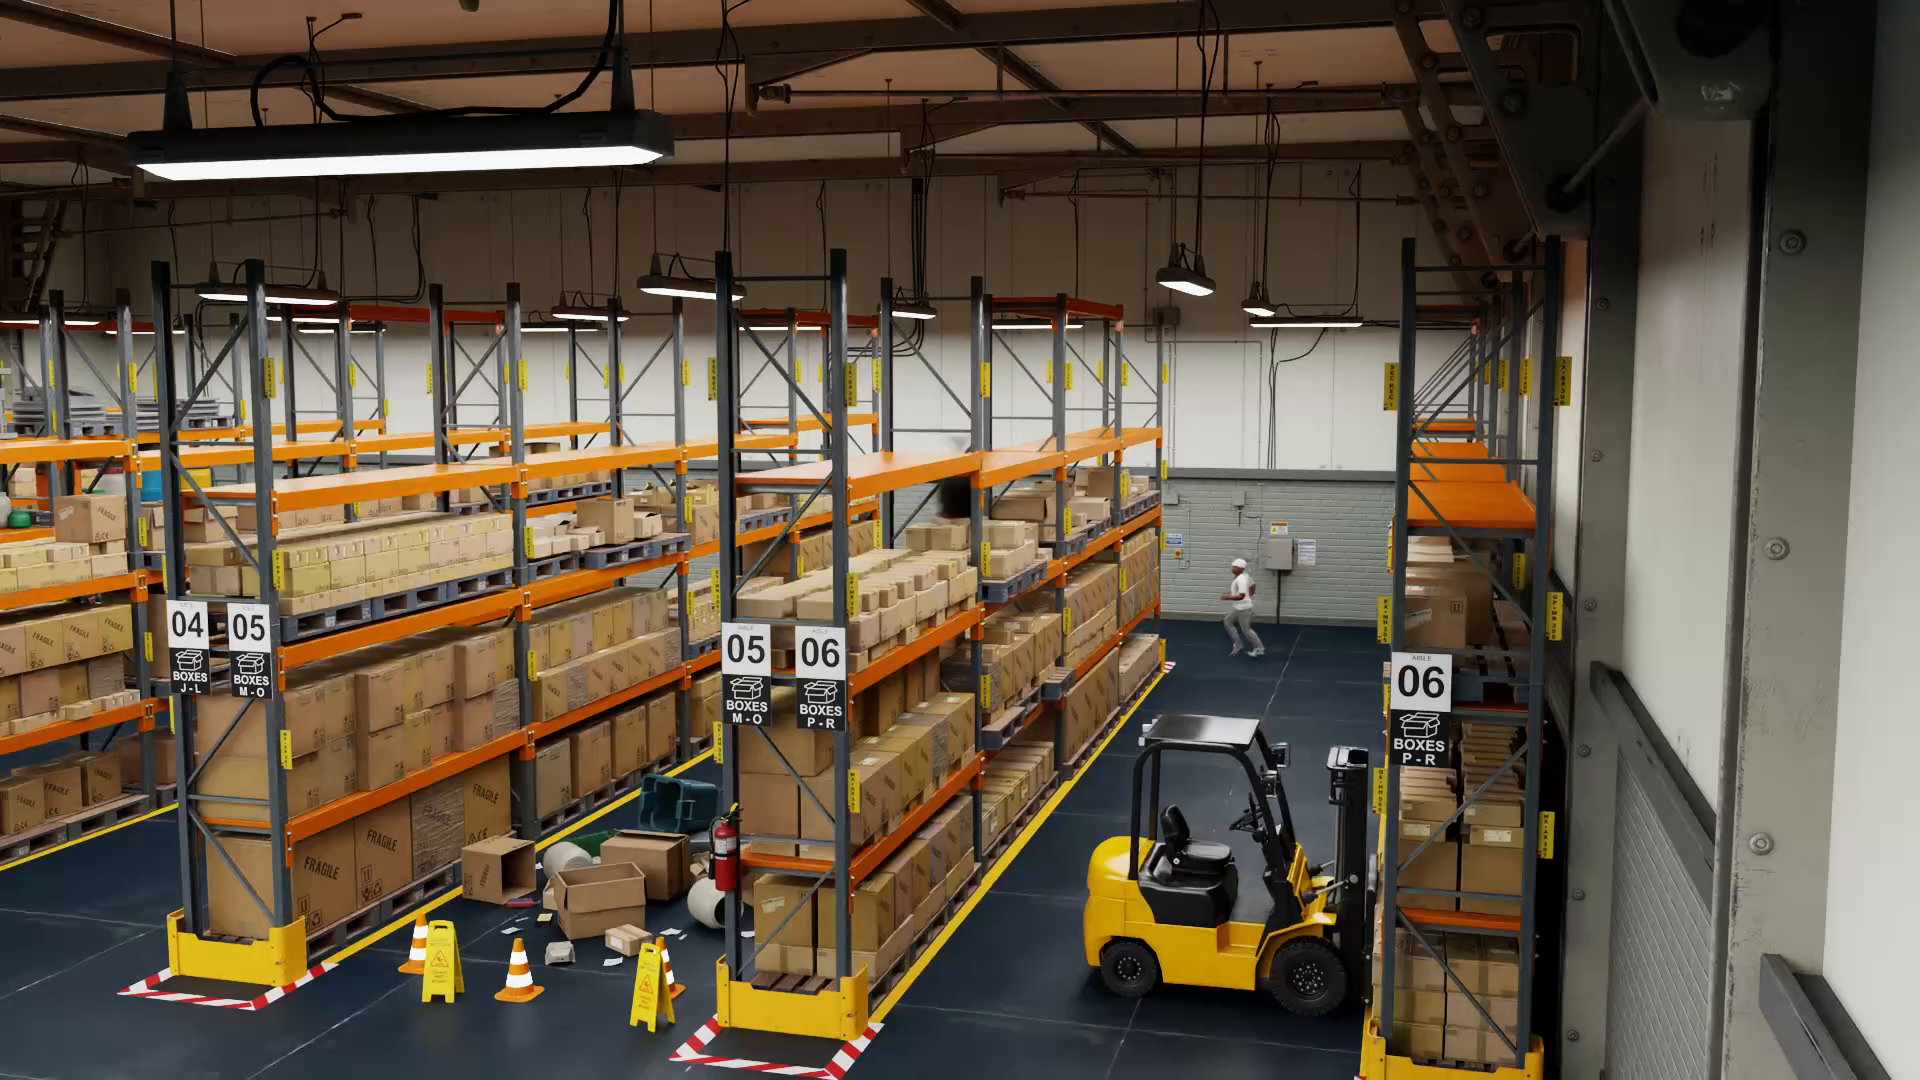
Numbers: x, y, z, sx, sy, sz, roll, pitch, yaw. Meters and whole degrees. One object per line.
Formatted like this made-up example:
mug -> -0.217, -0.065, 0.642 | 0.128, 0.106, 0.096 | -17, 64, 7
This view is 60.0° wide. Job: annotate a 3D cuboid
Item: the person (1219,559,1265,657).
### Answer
person -> 4.965, 1.211, 29.281 | 0.813, 1.775, 0.621 | 1, 6, 7
